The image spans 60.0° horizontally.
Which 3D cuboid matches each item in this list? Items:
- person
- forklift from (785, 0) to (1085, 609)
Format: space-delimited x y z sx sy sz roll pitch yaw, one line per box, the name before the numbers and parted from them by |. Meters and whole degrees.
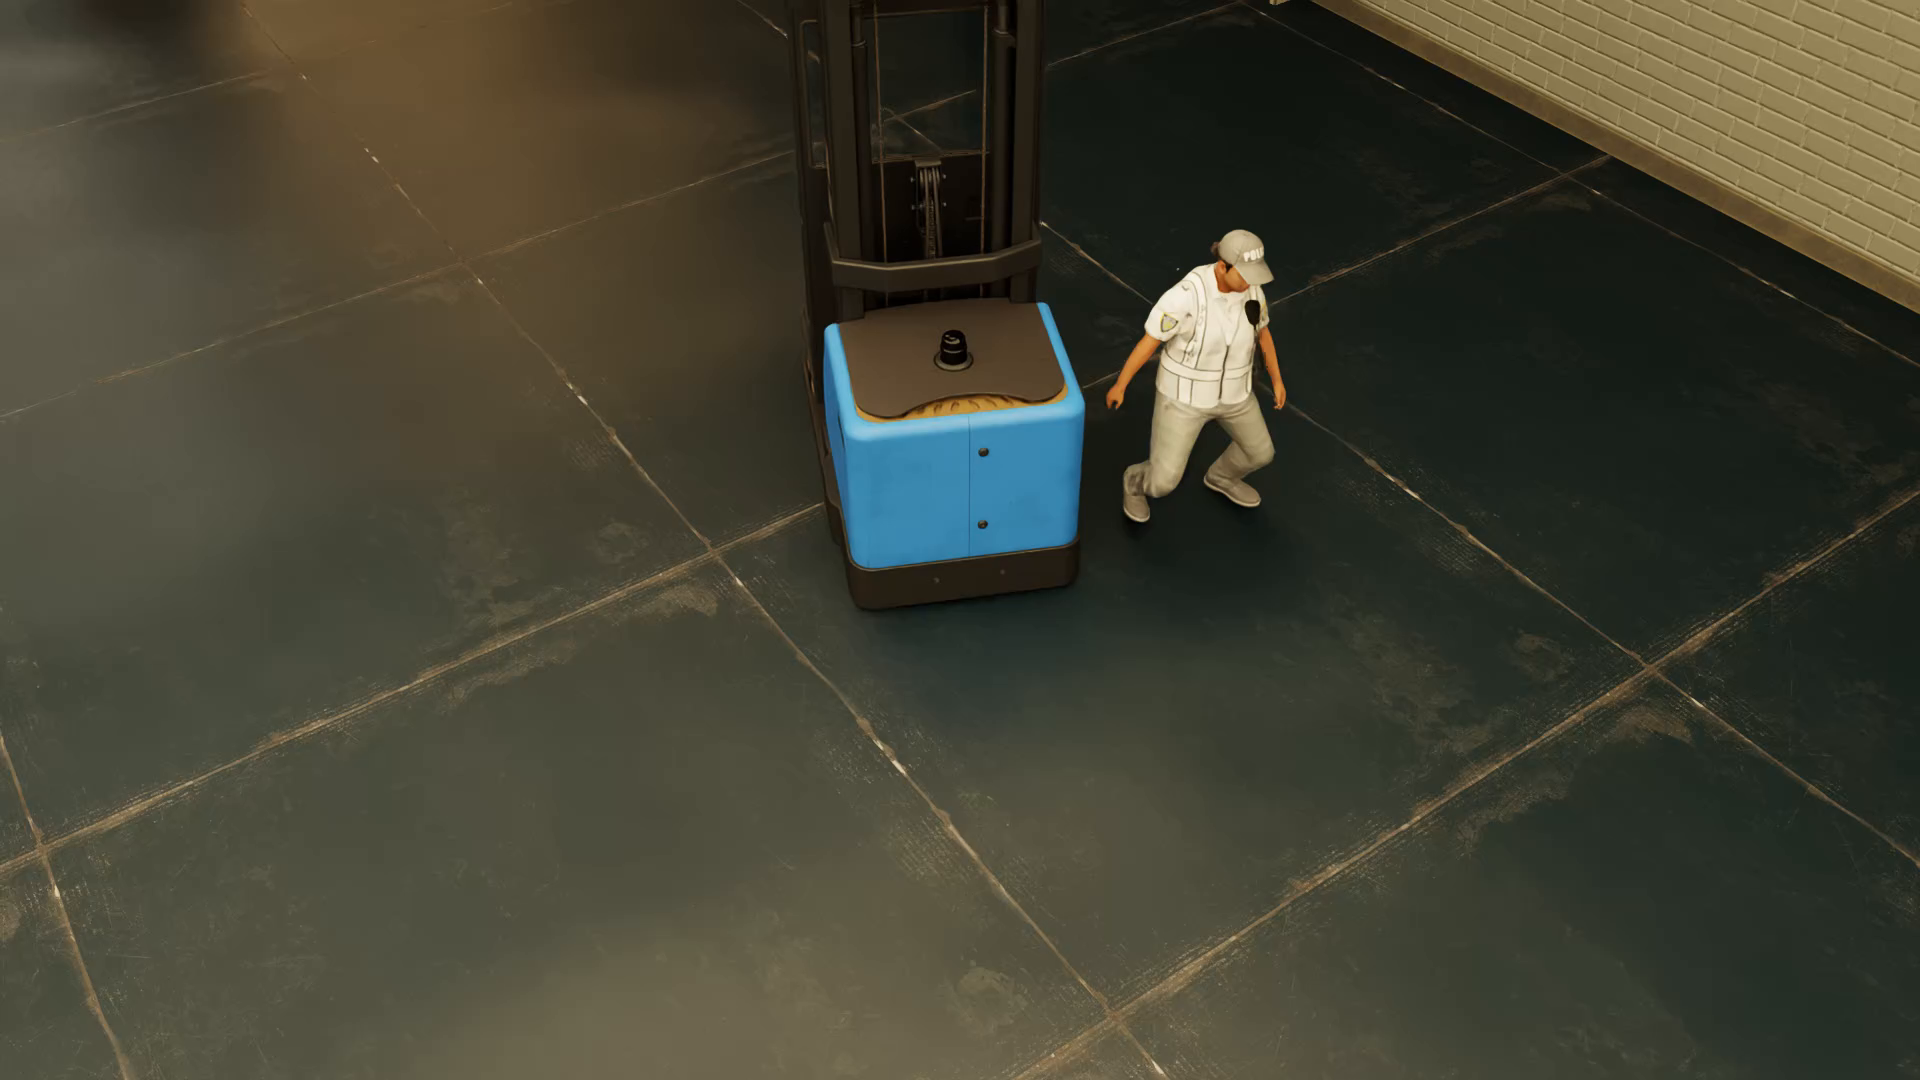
person | 1.069 -0.692 7.431 0.827 1.572 0.485 -11 44 -12
forklift | -0.223 -1.776 7.643 1.130 2.935 3.031 -7 43 -7
